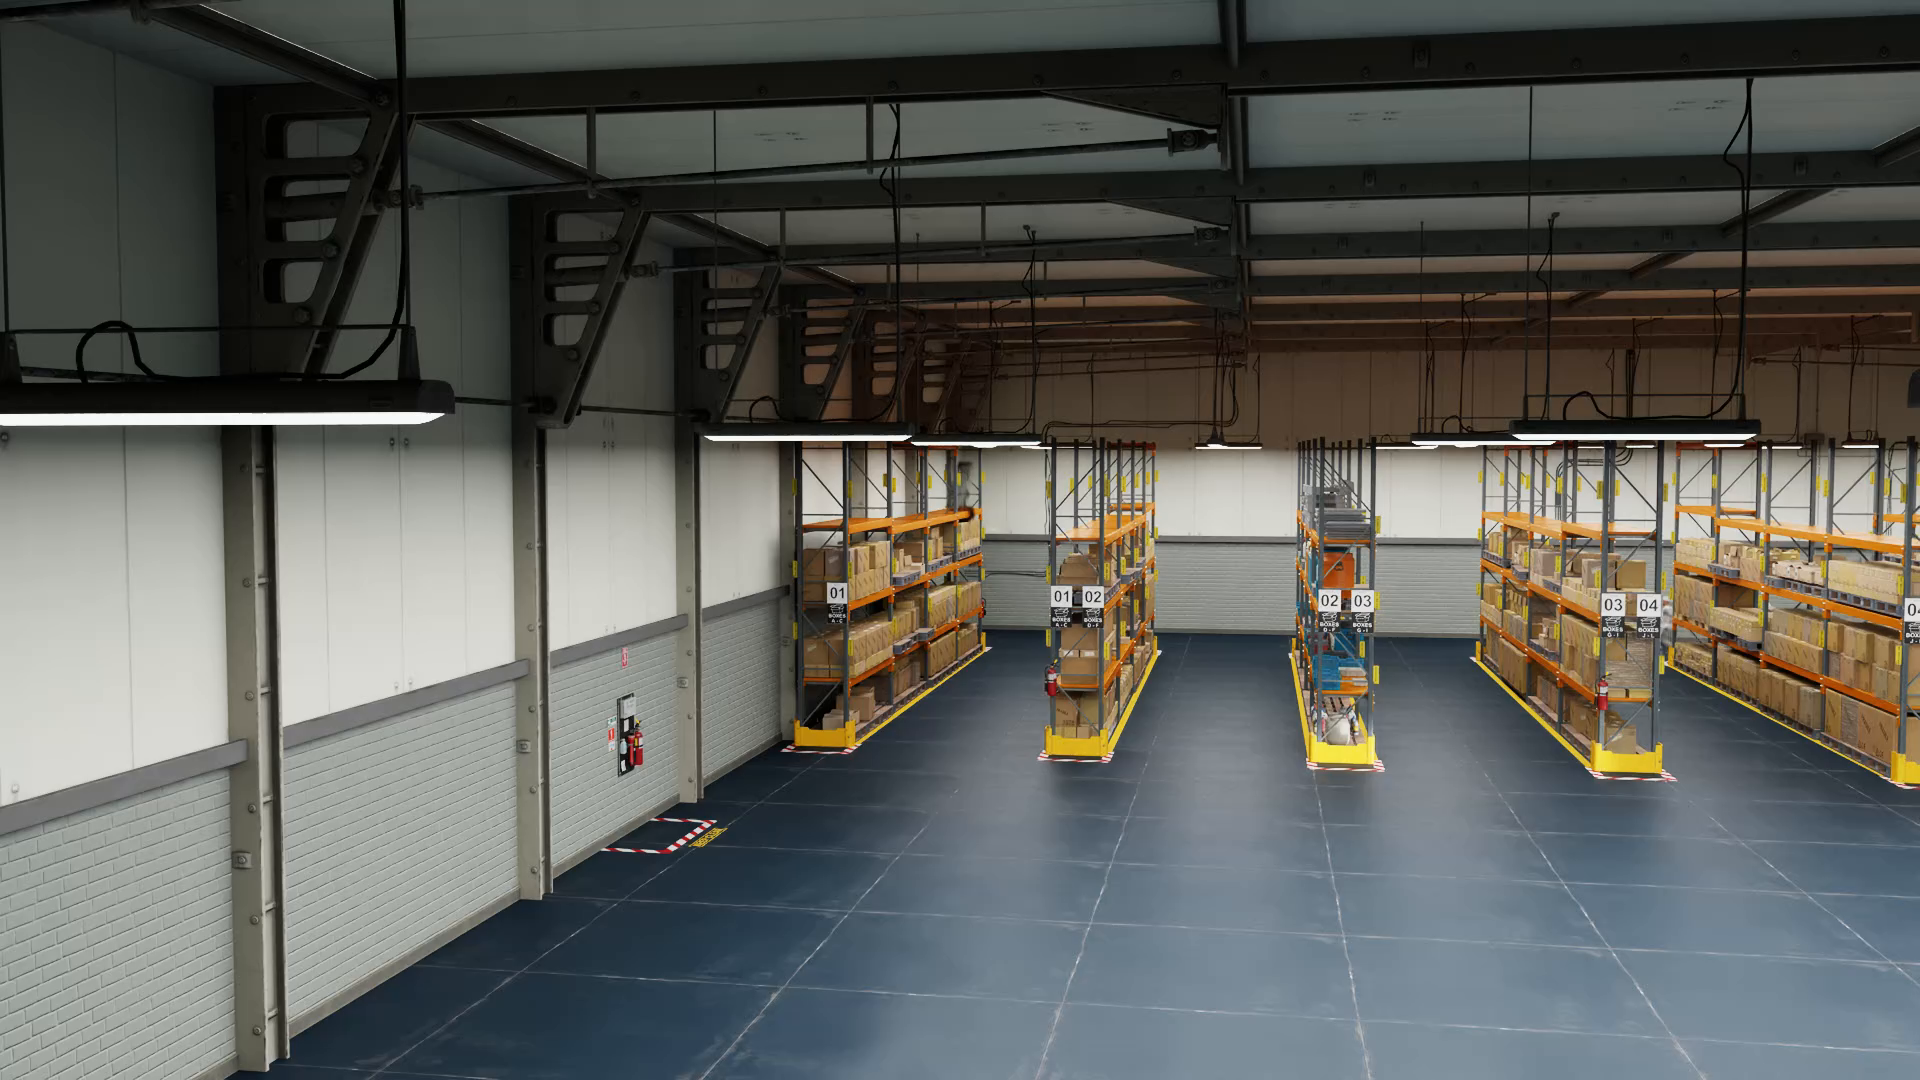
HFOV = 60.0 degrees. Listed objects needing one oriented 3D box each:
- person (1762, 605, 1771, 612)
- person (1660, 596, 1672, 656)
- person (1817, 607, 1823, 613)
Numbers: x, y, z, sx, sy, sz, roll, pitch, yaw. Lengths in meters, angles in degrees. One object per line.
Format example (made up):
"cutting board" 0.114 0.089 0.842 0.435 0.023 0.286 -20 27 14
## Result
"person" 21.134 2.569 43.547 0.708 1.765 0.824 0 3 -4
"person" 19.413 2.369 45.875 0.689 1.677 0.711 1 3 21
"person" 24.056 2.451 46.437 0.891 1.581 0.534 -1 3 -10
